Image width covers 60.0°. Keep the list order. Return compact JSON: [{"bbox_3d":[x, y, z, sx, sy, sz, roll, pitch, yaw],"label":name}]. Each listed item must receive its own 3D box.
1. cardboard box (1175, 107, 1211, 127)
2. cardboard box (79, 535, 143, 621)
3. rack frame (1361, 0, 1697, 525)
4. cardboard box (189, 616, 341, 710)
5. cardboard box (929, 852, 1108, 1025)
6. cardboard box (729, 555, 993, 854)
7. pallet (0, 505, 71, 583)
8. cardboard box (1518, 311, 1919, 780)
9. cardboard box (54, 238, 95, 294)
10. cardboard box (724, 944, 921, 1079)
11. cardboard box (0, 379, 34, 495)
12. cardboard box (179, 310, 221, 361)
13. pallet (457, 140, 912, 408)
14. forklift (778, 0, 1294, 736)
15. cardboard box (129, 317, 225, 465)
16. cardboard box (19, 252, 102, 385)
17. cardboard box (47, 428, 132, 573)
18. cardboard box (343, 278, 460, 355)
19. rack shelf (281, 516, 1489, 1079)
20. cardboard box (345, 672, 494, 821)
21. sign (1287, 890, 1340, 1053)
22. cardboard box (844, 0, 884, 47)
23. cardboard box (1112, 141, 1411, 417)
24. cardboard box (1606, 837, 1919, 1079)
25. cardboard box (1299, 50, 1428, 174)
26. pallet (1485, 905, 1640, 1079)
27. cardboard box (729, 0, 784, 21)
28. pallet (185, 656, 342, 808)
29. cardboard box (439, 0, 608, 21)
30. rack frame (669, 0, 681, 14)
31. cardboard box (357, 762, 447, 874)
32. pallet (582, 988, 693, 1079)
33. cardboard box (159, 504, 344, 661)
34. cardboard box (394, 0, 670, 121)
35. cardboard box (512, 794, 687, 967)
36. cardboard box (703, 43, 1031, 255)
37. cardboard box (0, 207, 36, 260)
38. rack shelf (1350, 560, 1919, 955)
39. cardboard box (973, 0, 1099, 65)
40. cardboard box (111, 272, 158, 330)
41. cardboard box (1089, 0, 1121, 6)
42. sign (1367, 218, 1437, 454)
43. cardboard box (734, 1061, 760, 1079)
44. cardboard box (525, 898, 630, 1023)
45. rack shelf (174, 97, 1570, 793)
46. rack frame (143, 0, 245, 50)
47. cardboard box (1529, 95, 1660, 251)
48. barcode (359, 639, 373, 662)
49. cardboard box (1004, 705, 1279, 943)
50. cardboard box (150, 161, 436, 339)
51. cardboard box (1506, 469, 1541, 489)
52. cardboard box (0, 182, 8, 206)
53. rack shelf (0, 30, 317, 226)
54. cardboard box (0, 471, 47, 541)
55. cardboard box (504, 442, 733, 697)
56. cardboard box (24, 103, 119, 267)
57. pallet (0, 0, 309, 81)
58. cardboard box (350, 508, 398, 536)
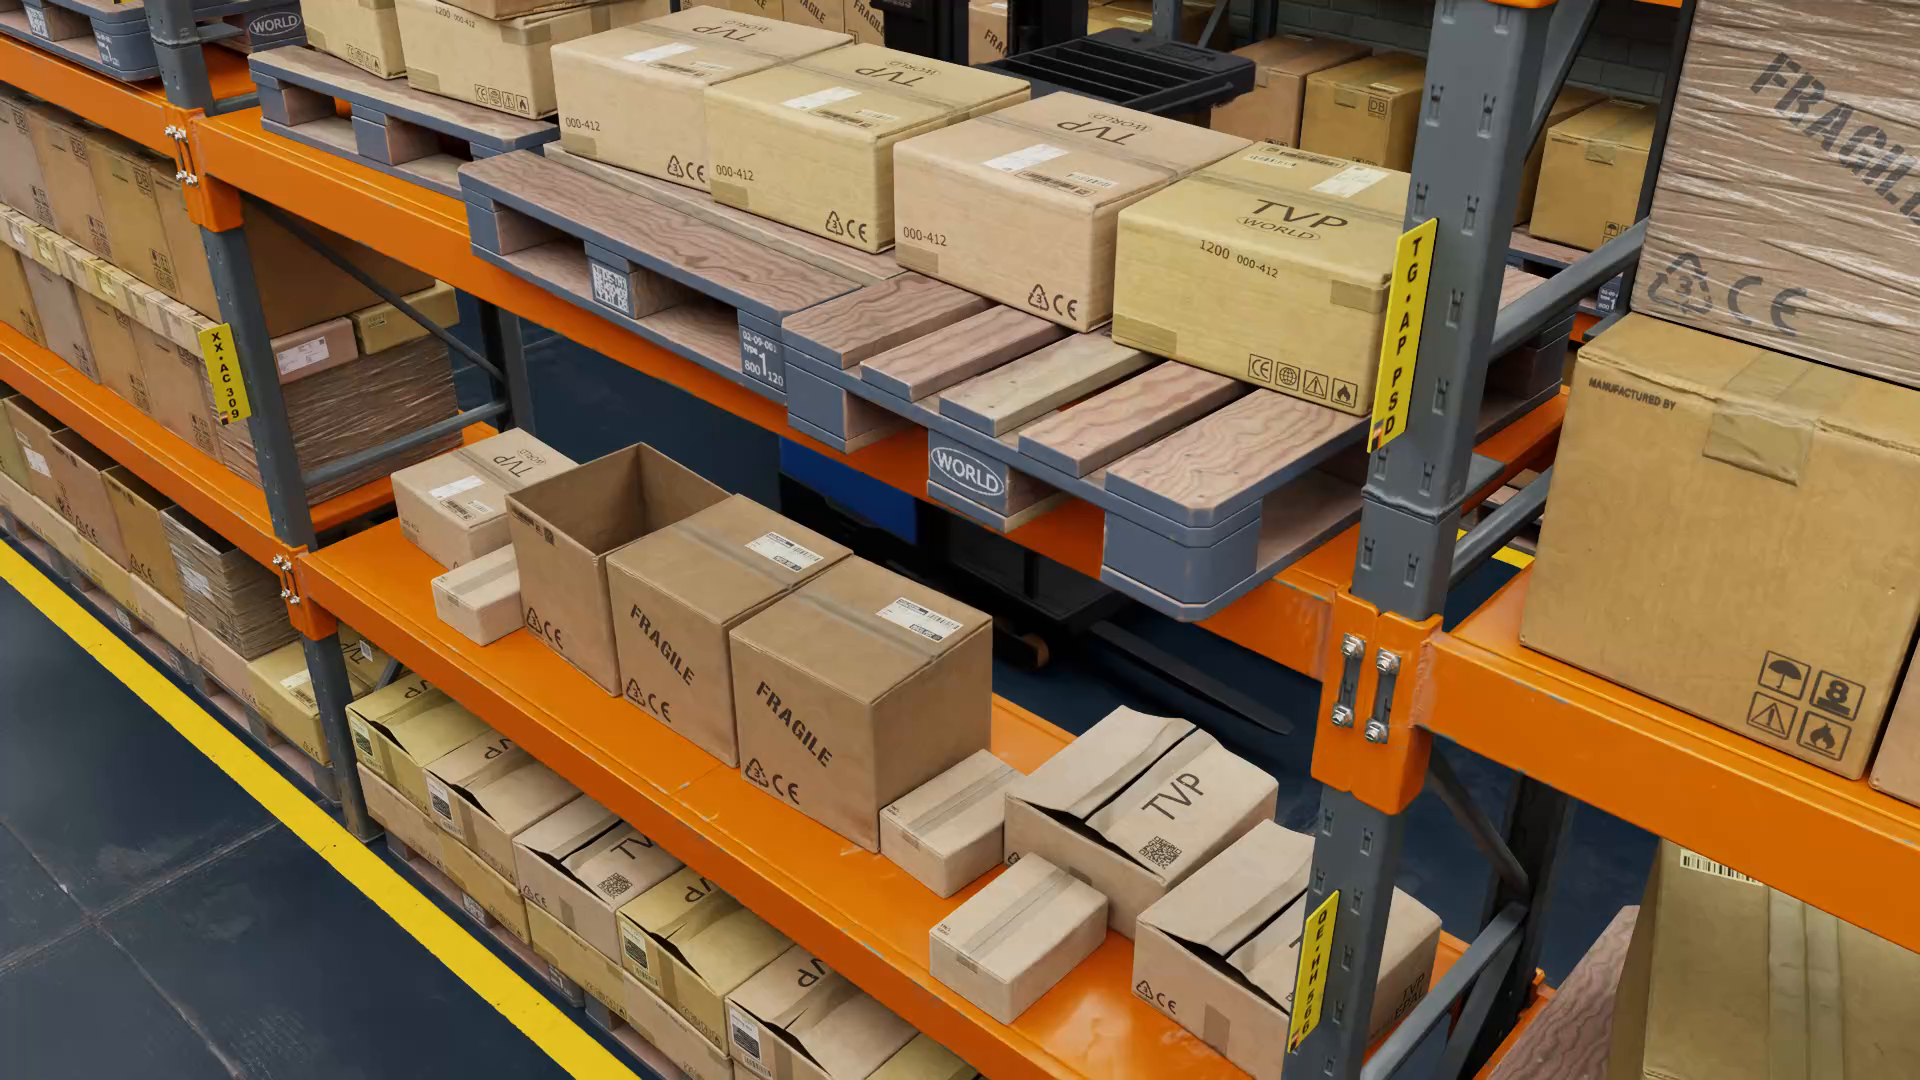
[{"bbox_3d":[1.146,-2.419,9.486,0.500,0.250,0.500,26,39,36],"label":"cardboard box"},{"bbox_3d":[-3.577,0.070,7.485,0.500,0.250,0.500,25,39,35],"label":"cardboard box"},{"bbox_3d":[0.995,-1.520,2.050,0.127,3.000,1.000,25,39,35],"label":"rack frame"},{"bbox_3d":[-2.825,0.410,6.920,0.500,0.250,0.500,25,39,35],"label":"cardboard box"},{"bbox_3d":[0.143,0.952,4.004,0.250,0.149,0.380,25,39,35],"label":"cardboard box"},{"bbox_3d":[-0.260,0.433,4.526,0.500,0.500,0.500,23,38,33],"label":"cardboard box"},{"bbox_3d":[-4.341,-0.276,8.503,1.213,0.211,1.003,25,39,35],"label":"pallet"},{"bbox_3d":[1.341,-0.140,2.569,0.500,0.500,0.910,25,39,35],"label":"cardboard box"},{"bbox_3d":[-3.256,-1.107,6.455,0.250,0.149,0.380,26,40,36],"label":"cardboard box"},{"bbox_3d":[-0.321,1.368,4.785,0.500,0.311,0.500,25,39,35],"label":"cardboard box"},{"bbox_3d":[-4.316,-0.599,7.868,0.500,0.500,0.500,25,39,35],"label":"cardboard box"},{"bbox_3d":[-2.498,-0.754,5.868,0.250,0.149,0.380,24,39,34],"label":"cardboard box"},{"bbox_3d":[-0.399,-0.741,3.847,1.213,0.211,1.003,27,40,37],"label":"pallet"},{"bbox_3d":[0.478,-0.981,7.037,1.130,2.935,3.031,-26,40,-36],"label":"forklift"},{"bbox_3d":[-2.699,-0.708,6.422,0.500,0.500,0.700,25,39,35],"label":"cardboard box"},{"bbox_3d":[-3.449,-1.060,7.006,0.500,0.500,0.700,26,40,36],"label":"cardboard box"},{"bbox_3d":[-3.578,-0.251,7.291,0.500,0.500,0.500,25,39,35],"label":"cardboard box"},{"bbox_3d":[-2.040,-0.822,5.982,0.250,0.149,0.380,25,39,35],"label":"cardboard box"},{"bbox_3d":[-0.488,0.666,4.933,4.000,0.370,1.077,25,39,35],"label":"rack shelf"},{"bbox_3d":[-1.831,0.662,5.958,0.500,0.311,0.500,25,39,35],"label":"cardboard box"},{"bbox_3d":[0.625,0.767,2.945,0.005,0.325,0.100,25,39,35],"label":"sign"},{"bbox_3d":[-0.333,-3.070,9.840,0.500,0.500,0.500,26,40,36],"label":"cardboard box"},{"bbox_3d":[0.621,-0.486,2.979,0.500,0.250,0.500,22,37,32],"label":"cardboard box"},{"bbox_3d":[1.538,1.002,3.173,0.500,0.500,0.700,12,33,19],"label":"cardboard box"},{"bbox_3d":[2.115,-2.076,8.267,0.700,0.500,0.500,-25,39,-35],"label":"cardboard box"},{"bbox_3d":[1.545,1.340,3.302,1.003,0.211,1.213,25,39,35],"label":"pallet"},{"bbox_3d":[-1.103,-3.425,10.430,0.500,0.500,0.500,25,39,35],"label":"cardboard box"},{"bbox_3d":[-2.532,0.569,7.100,1.213,0.211,1.003,25,39,35],"label":"pallet"},{"bbox_3d":[-1.102,-1.640,4.168,0.500,0.500,0.500,-25,39,-35],"label":"cardboard box"},{"bbox_3d":[-1.615,-3.614,11.346,0.127,3.000,1.000,25,39,35],"label":"rack frame"},{"bbox_3d":[-1.838,0.898,6.109,0.500,0.250,0.500,24,38,34],"label":"cardboard box"},{"bbox_3d":[-0.489,1.522,5.516,1.213,0.211,1.003,25,39,35],"label":"pallet"},{"bbox_3d":[-2.824,0.088,6.727,0.500,0.500,0.500,25,39,35],"label":"cardboard box"},{"bbox_3d":[-1.111,-1.329,4.380,0.500,0.250,0.500,21,37,31],"label":"cardboard box"},{"bbox_3d":[-1.079,1.016,5.370,0.500,0.311,0.500,24,38,34],"label":"cardboard box"},{"bbox_3d":[-0.196,-0.863,3.605,0.500,0.250,0.500,24,39,34],"label":"cardboard box"},{"bbox_3d":[-3.651,-1.289,6.757,0.250,0.149,0.380,25,39,36],"label":"cardboard box"},{"bbox_3d":[2.478,0.765,1.860,4.000,0.370,1.077,25,39,35],"label":"rack shelf"},{"bbox_3d":[0.419,-2.711,9.245,0.500,0.500,0.500,25,39,35],"label":"cardboard box"},{"bbox_3d":[-2.889,-0.934,6.167,0.250,0.149,0.380,25,39,35],"label":"cardboard box"},{"bbox_3d":[0.761,-2.919,9.589,0.500,0.500,0.500,25,39,35],"label":"cardboard box"},{"bbox_3d":[0.617,-0.281,2.322,0.005,0.325,0.100,25,39,35],"label":"sign"},{"bbox_3d":[-0.314,1.607,4.931,0.500,0.250,0.500,26,40,36],"label":"cardboard box"},{"bbox_3d":[-1.074,1.254,5.518,0.500,0.250,0.500,24,38,34],"label":"cardboard box"},{"bbox_3d":[-0.488,-0.619,4.159,4.000,0.370,1.077,25,39,35],"label":"rack shelf"},{"bbox_3d":[-1.971,-2.905,4.350,0.127,3.000,1.000,25,39,35],"label":"rack frame"},{"bbox_3d":[3.022,-1.658,7.573,0.500,0.500,0.700,25,39,35],"label":"cardboard box"},{"bbox_3d":[-2.061,0.384,5.770,0.075,0.075,0.001,25,39,35],"label":"barcode"},{"bbox_3d":[0.462,0.705,4.258,0.500,0.311,0.500,25,39,35],"label":"cardboard box"},{"bbox_3d":[-2.304,-1.084,5.788,0.500,0.500,0.700,25,39,35],"label":"cardboard box"},{"bbox_3d":[3.056,-0.576,8.296,0.500,0.500,0.700,25,39,35],"label":"cardboard box"},{"bbox_3d":[-3.792,-1.779,6.941,0.500,0.500,0.700,25,39,35],"label":"cardboard box"},{"bbox_3d":[-3.454,-2.003,6.459,4.000,0.370,1.077,25,39,35],"label":"rack shelf"},{"bbox_3d":[-4.315,-0.278,8.063,0.500,0.250,0.500,25,39,35],"label":"cardboard box"},{"bbox_3d":[-1.022,0.077,5.117,0.500,0.500,0.500,-26,40,-36],"label":"cardboard box"},{"bbox_3d":[-3.050,-1.432,6.366,0.500,0.500,0.700,25,39,35],"label":"cardboard box"},{"bbox_3d":[-2.620,-1.867,5.620,1.213,0.211,1.003,25,39,35],"label":"pallet"},{"bbox_3d":[-2.104,0.062,6.770,0.500,0.500,0.500,25,39,35],"label":"cardboard box"}]
